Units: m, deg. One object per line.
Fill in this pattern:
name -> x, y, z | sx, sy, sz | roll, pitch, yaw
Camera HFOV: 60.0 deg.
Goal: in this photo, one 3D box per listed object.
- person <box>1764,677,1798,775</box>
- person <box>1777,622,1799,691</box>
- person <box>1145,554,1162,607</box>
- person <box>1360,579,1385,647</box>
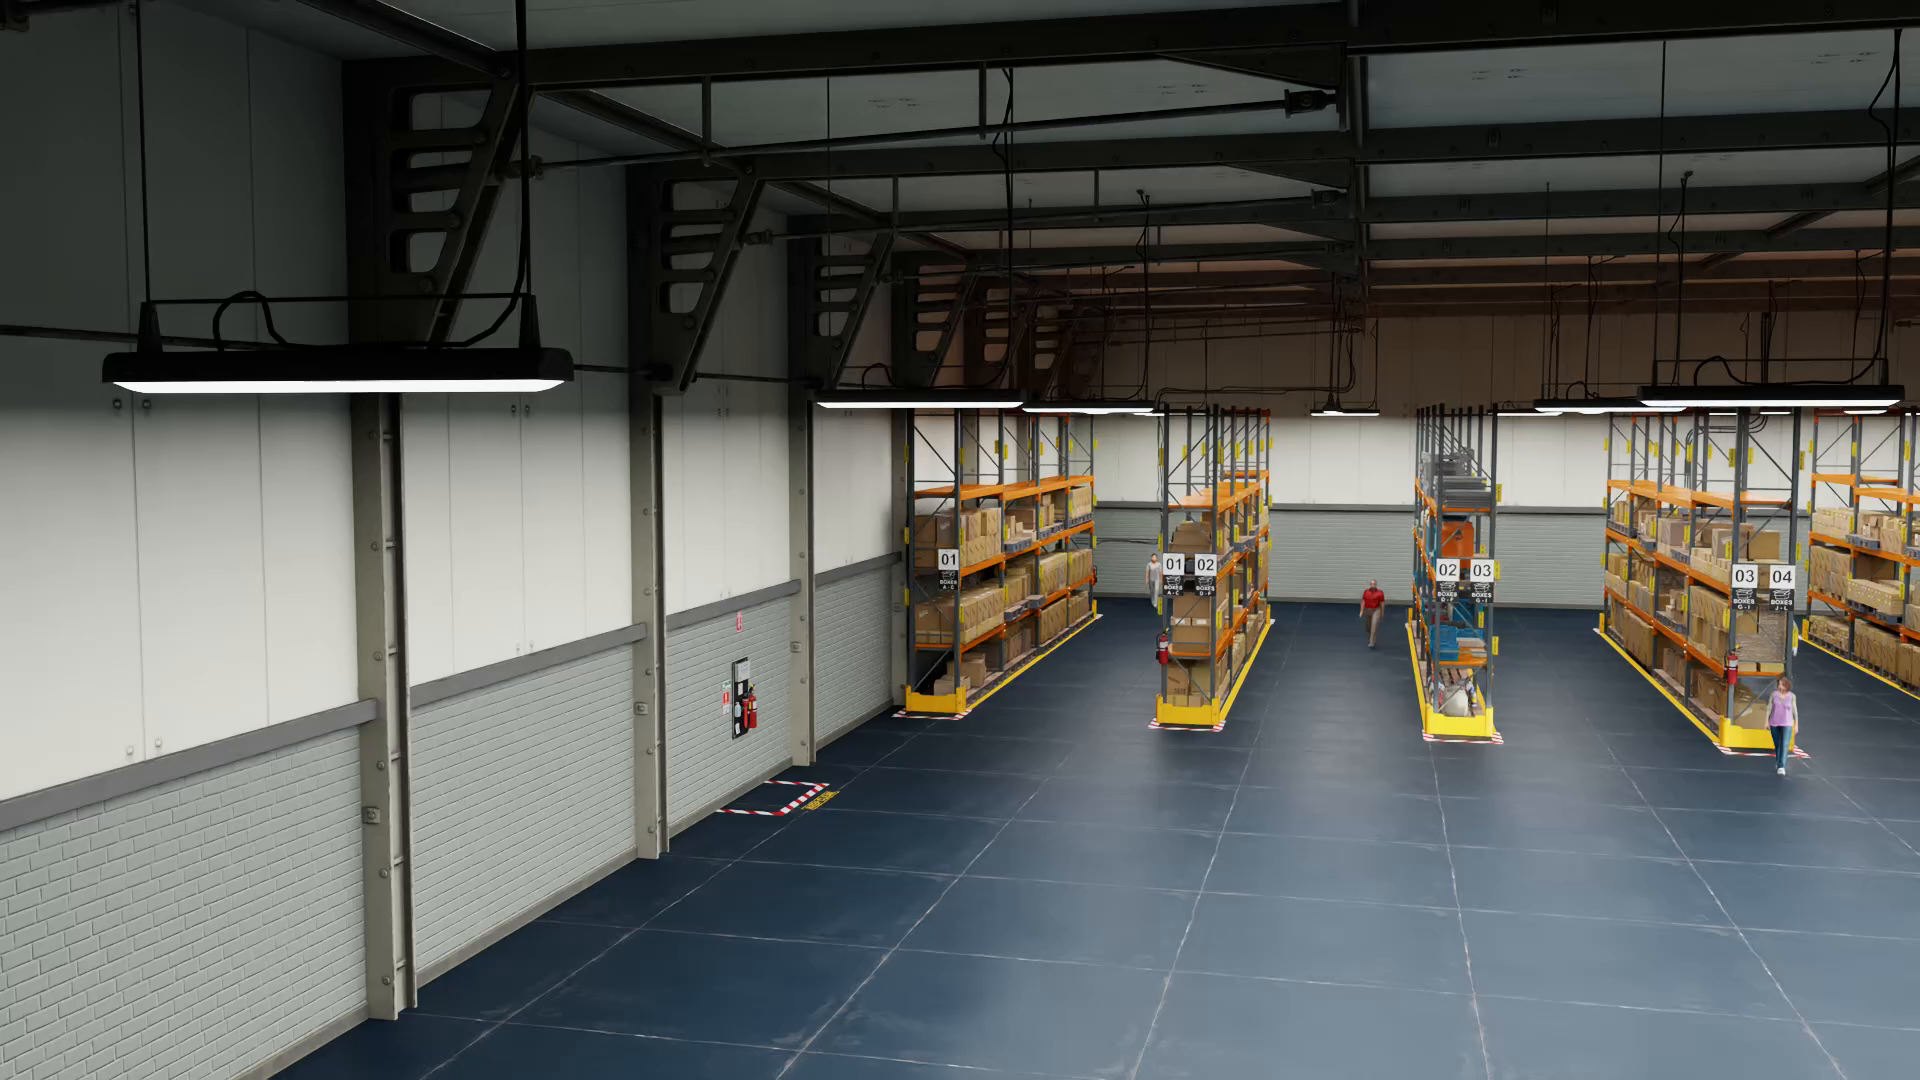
person -> 13.183, 2.985, 26.750 | 0.448, 1.548, 0.952 | 4, 5, 40
person -> 17.345, 2.277, 35.009 | 0.555, 1.724, 1.034 | 1, 4, 16
person -> 5.901, 1.221, 50.626 | 0.489, 1.612, 1.082 | 1, 4, 11
person -> 10.390, 1.816, 41.862 | 0.567, 1.669, 0.998 | 2, 5, 31
